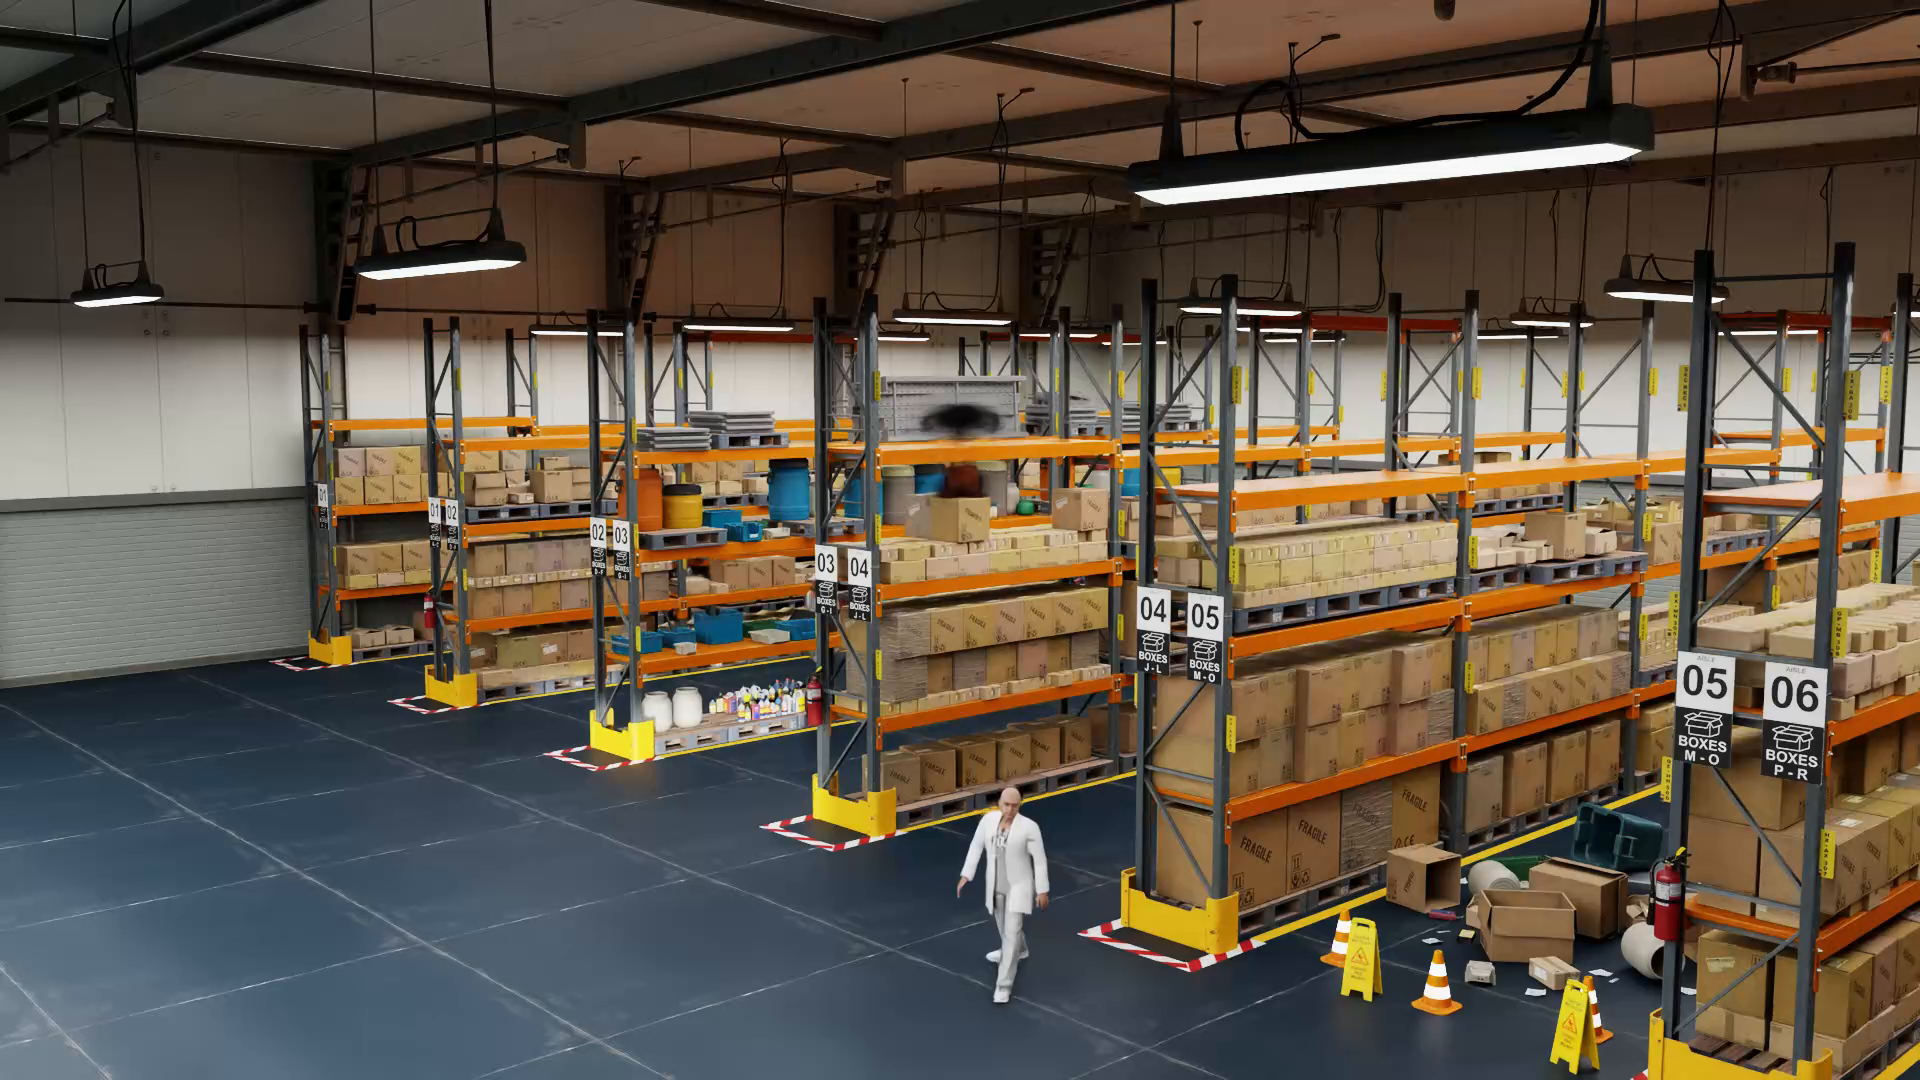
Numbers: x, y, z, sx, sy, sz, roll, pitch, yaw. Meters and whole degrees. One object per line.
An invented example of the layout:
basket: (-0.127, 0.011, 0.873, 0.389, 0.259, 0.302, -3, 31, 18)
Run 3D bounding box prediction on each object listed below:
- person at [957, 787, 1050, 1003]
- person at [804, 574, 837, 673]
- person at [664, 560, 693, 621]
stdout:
person: (0.408, 2.891, 13.975, 0.718, 1.715, 1.050, 3, 6, 27)
person: (-2.423, 1.442, 28.391, 0.659, 1.728, 0.642, 5, 7, 39)
person: (-5.357, 1.106, 31.778, 0.647, 1.749, 0.725, 4, 7, 37)
